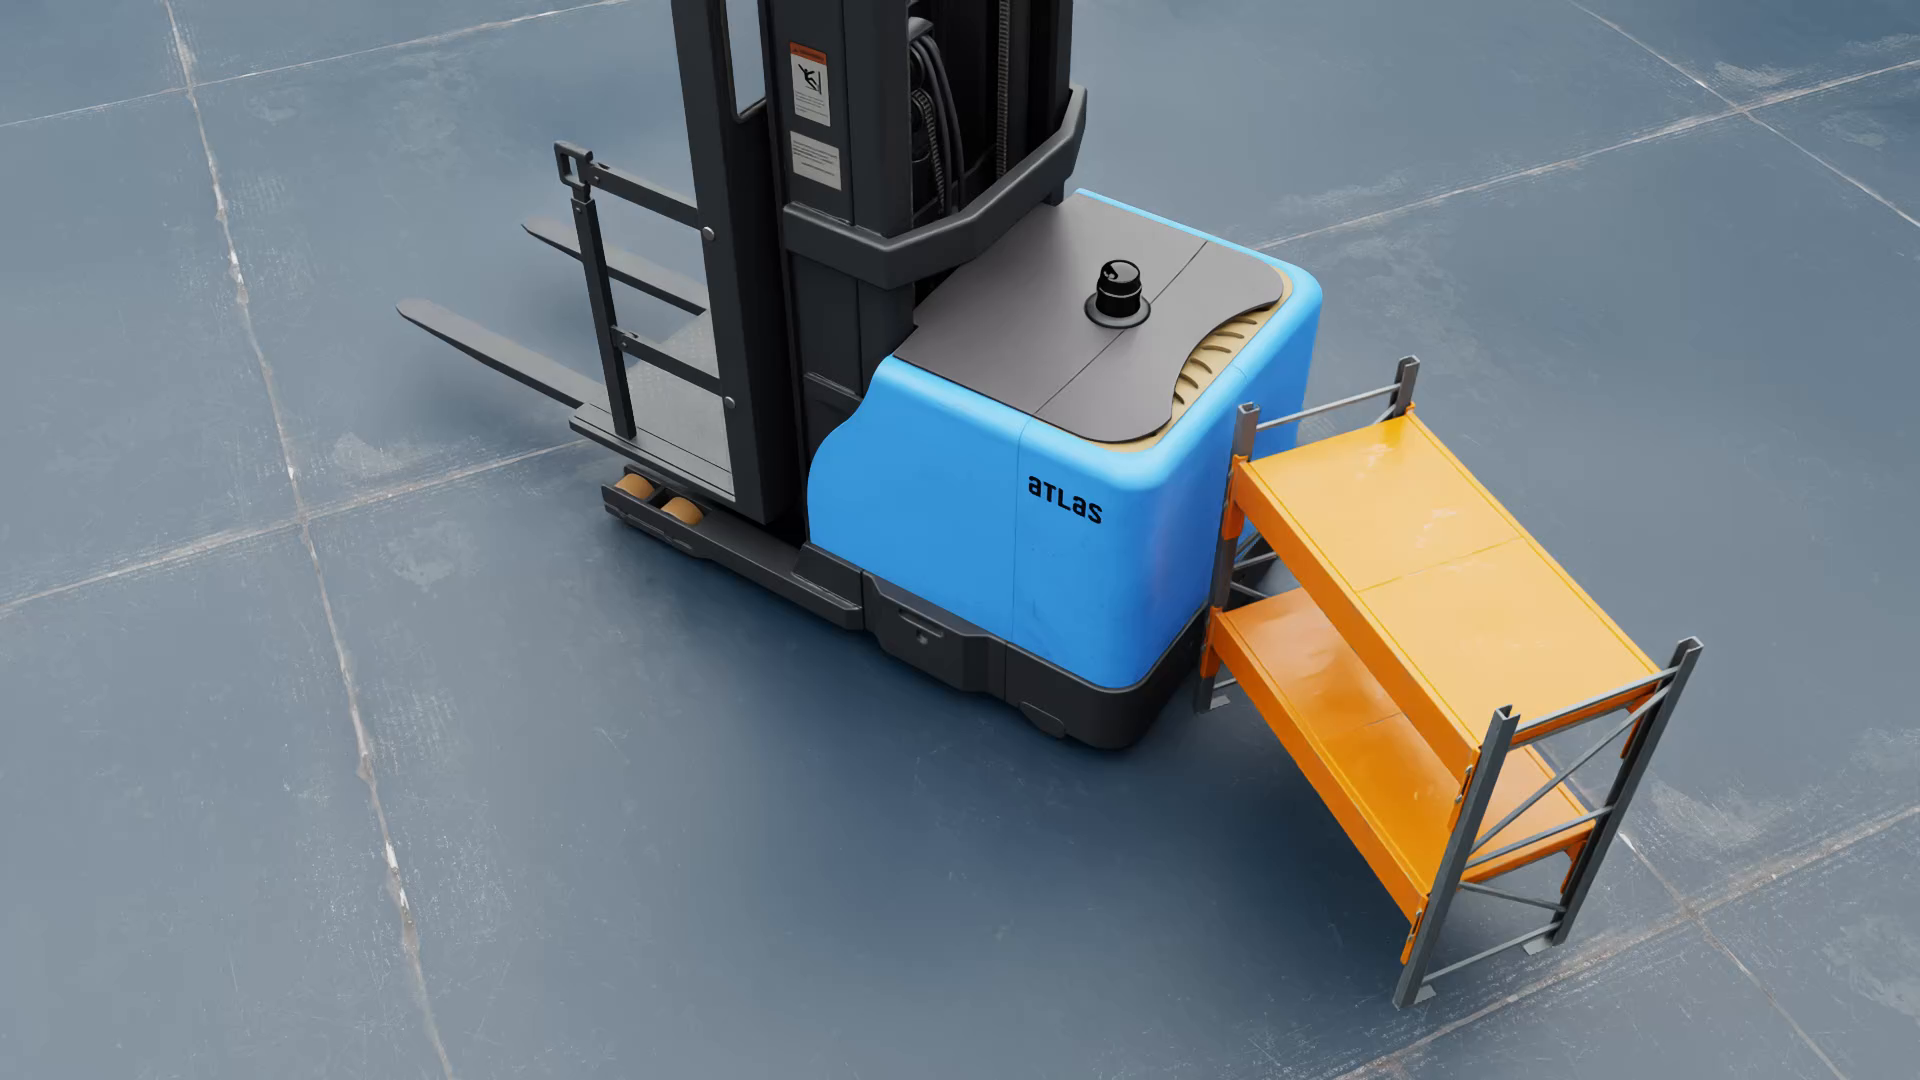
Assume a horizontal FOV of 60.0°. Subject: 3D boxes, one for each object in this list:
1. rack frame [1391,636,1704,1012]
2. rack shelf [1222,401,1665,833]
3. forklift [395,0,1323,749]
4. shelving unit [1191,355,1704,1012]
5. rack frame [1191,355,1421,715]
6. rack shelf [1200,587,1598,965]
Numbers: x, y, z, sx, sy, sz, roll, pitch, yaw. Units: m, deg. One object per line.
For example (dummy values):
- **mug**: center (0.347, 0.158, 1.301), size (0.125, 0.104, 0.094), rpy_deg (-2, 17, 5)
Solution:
- **rack frame**: center (1.299, 0.678, 3.762), size (0.500, 1.125, 0.032), rpy_deg (-17, 47, -16)
- **rack shelf**: center (1.099, 0.141, 3.889), size (0.538, 0.278, 1.000), rpy_deg (-17, 47, -16)
- **forklift**: center (-0.518, -1.291, 4.471), size (3.031, 2.935, 1.130), rpy_deg (26, 50, 24)
- **shelving unit**: center (1.099, 0.349, 4.095), size (0.538, 1.125, 1.048), rpy_deg (-17, 47, -16)
- **rack frame**: center (0.899, 0.021, 4.428), size (0.500, 1.125, 0.032), rpy_deg (-17, 47, -16)
- **rack shelf**: center (1.099, 0.523, 4.267), size (0.538, 0.278, 1.000), rpy_deg (-17, 47, -16)
